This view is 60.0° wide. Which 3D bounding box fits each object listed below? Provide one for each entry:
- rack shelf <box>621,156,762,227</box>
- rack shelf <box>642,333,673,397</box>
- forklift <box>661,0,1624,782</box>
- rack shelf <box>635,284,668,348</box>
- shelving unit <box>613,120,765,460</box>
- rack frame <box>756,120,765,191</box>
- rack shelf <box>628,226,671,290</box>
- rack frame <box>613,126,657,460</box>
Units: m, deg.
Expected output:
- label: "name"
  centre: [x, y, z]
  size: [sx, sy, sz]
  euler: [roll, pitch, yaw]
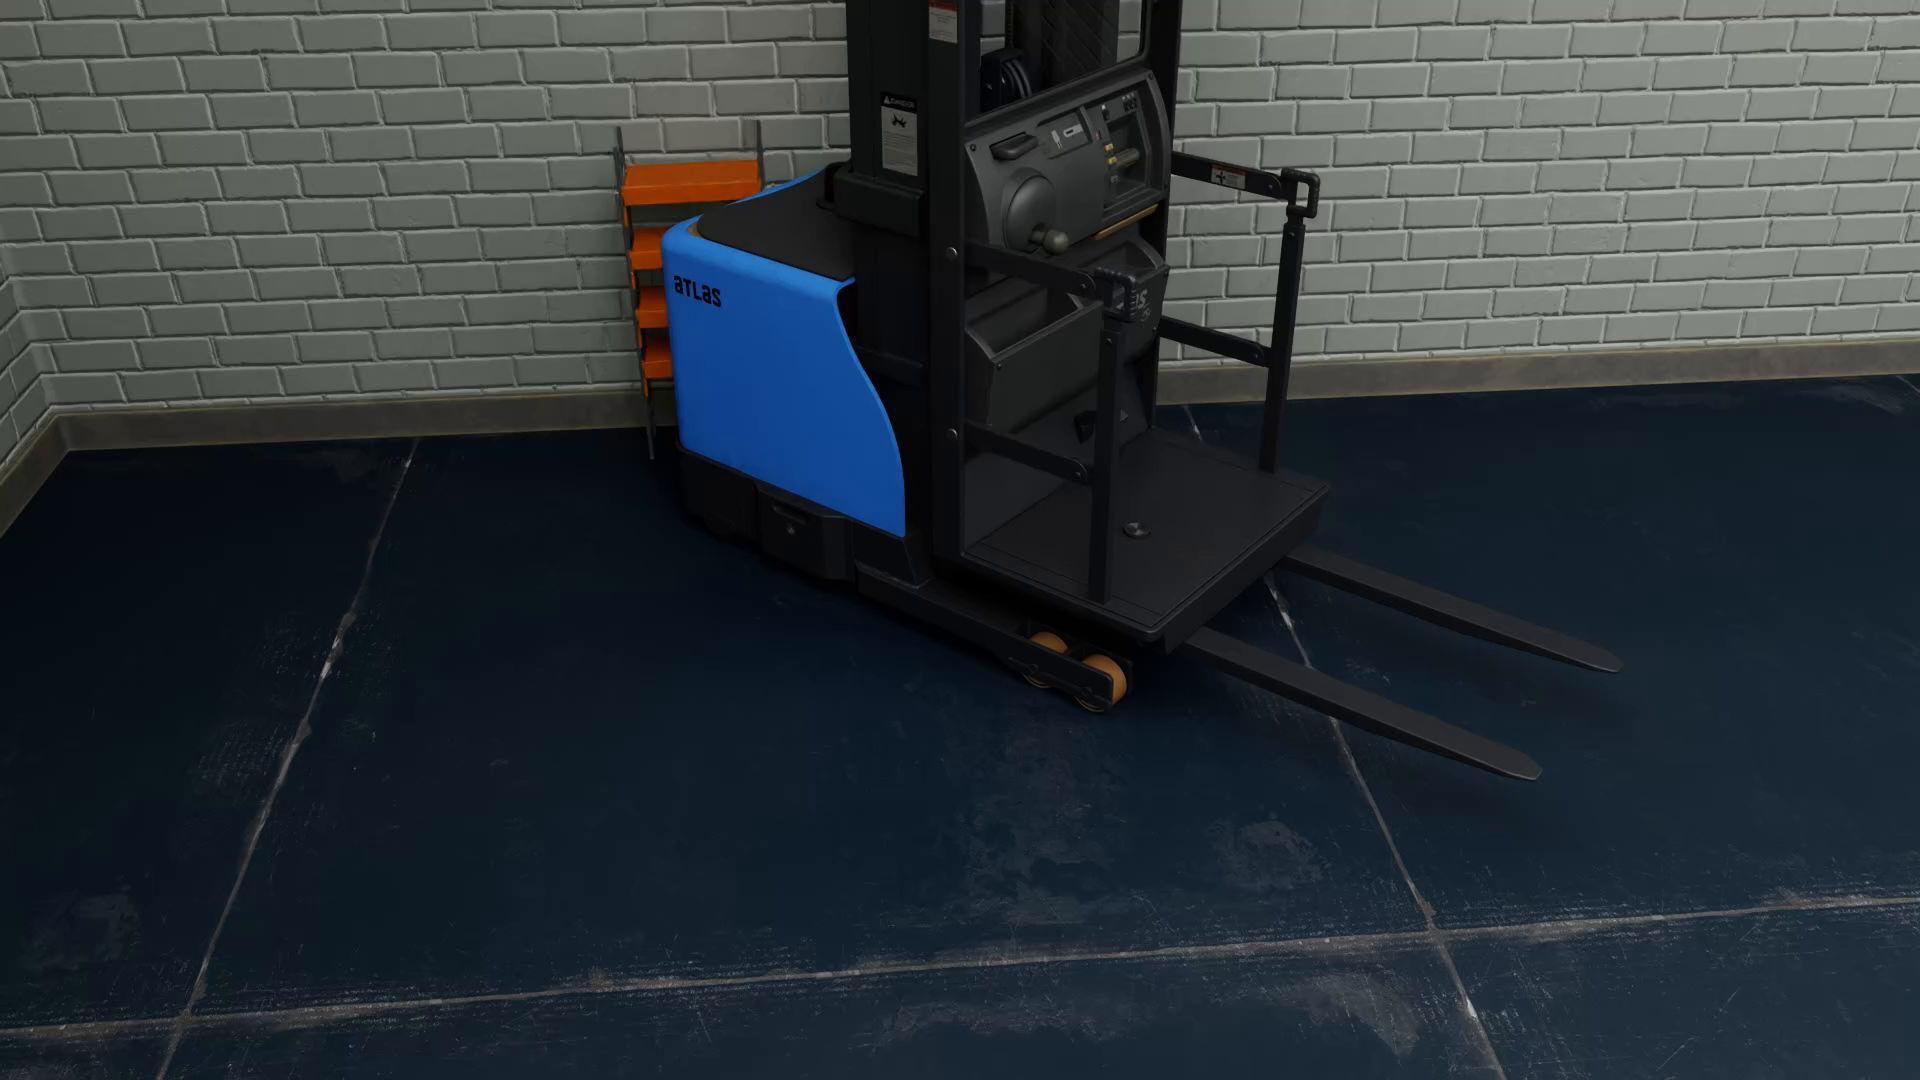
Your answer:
- label: "rack shelf"
  centre: [-0.941, -1.233, 5.872]
  size: [0.480, 0.148, 0.258]
  euler: [-4, 31, -6]
- label: "rack shelf"
  centre: [-0.934, -0.668, 6.211]
  size: [0.480, 0.148, 0.258]
  euler: [-4, 31, -6]
- label: "forklift"
  centre: [0.493, -1.060, 4.667]
  size: [3.031, 2.935, 1.130]
  euler: [22, 37, 32]
- label: "rack shelf"
  centre: [-0.936, -0.838, 6.109]
  size: [0.480, 0.148, 0.258]
  euler: [-4, 31, -6]
- label: "shelving unit"
  centre: [-0.937, -0.896, 6.074]
  size: [0.503, 1.200, 0.258]
  euler: [-4, 31, -6]
- label: "rack frame"
  centre: [-0.695, -0.913, 6.098]
  size: [0.015, 1.200, 0.240]
  euler: [-4, 31, -6]
- label: "rack shelf"
  centre: [-0.939, -1.030, 5.994]
  size: [0.480, 0.148, 0.258]
  euler: [-4, 31, -6]
- label: "rack frame"
  centre: [-1.179, -0.879, 6.051]
  size: [0.015, 1.200, 0.240]
  euler: [-4, 31, -6]
